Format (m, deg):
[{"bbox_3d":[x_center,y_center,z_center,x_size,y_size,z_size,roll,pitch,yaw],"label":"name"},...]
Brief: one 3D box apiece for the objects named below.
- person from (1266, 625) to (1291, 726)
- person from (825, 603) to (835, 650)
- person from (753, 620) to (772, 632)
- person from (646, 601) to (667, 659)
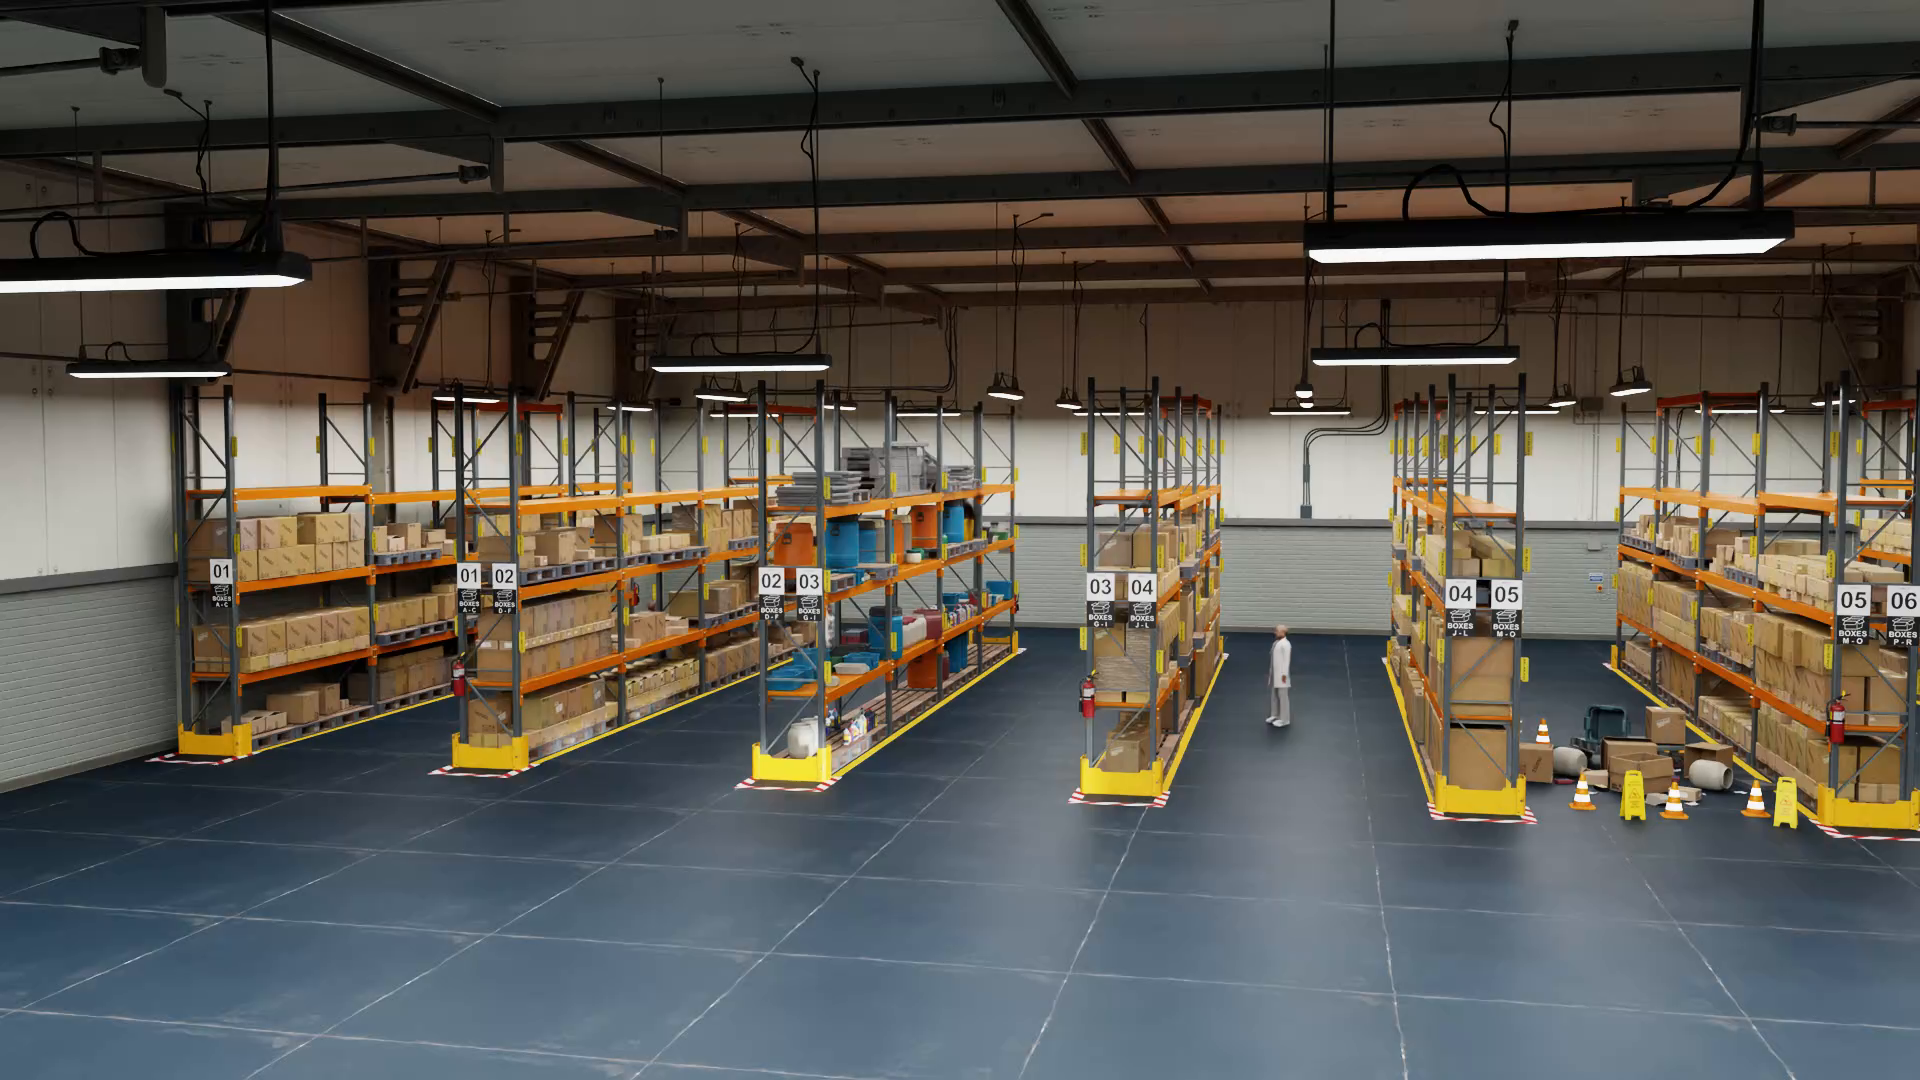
[{"bbox_3d":[5.736,2.426,29.985,0.397,1.788,0.614,-1,3,-14],"label":"person"},{"bbox_3d":[-2.657,2.078,34.492,0.508,1.687,0.535,2,4,28],"label":"person"},{"bbox_3d":[-5.216,1.683,43.897,0.713,1.841,0.804,1,3,14],"label":"person"},{"bbox_3d":[-6.744,2.154,37.024,0.532,1.604,0.580,3,4,43],"label":"person"}]
